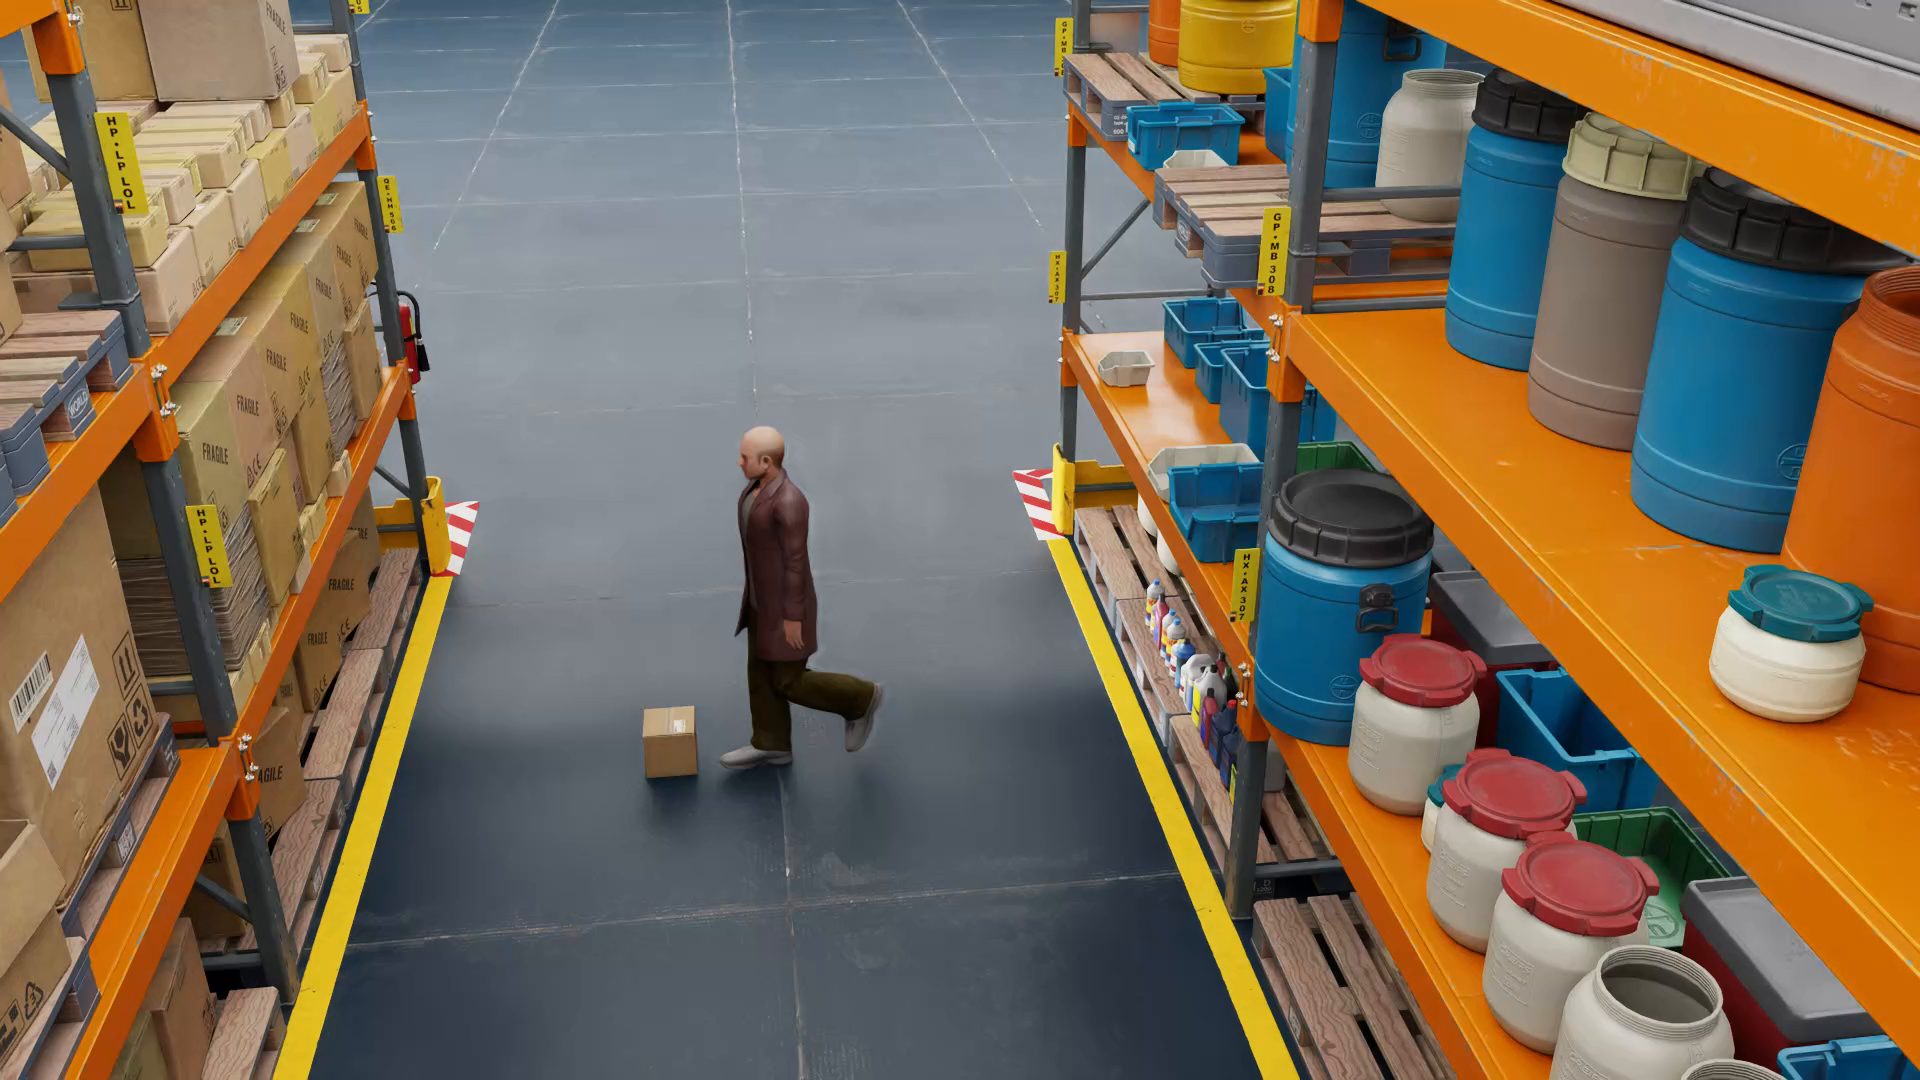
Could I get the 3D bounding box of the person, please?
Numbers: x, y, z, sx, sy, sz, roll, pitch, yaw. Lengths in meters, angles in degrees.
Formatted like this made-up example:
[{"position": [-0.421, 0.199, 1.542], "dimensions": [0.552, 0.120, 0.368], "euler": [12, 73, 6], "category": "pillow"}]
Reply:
[{"position": [-0.825, 0.281, 8.057], "dimensions": [0.829, 1.771, 0.625], "euler": [-13, 29, -24], "category": "person"}]
